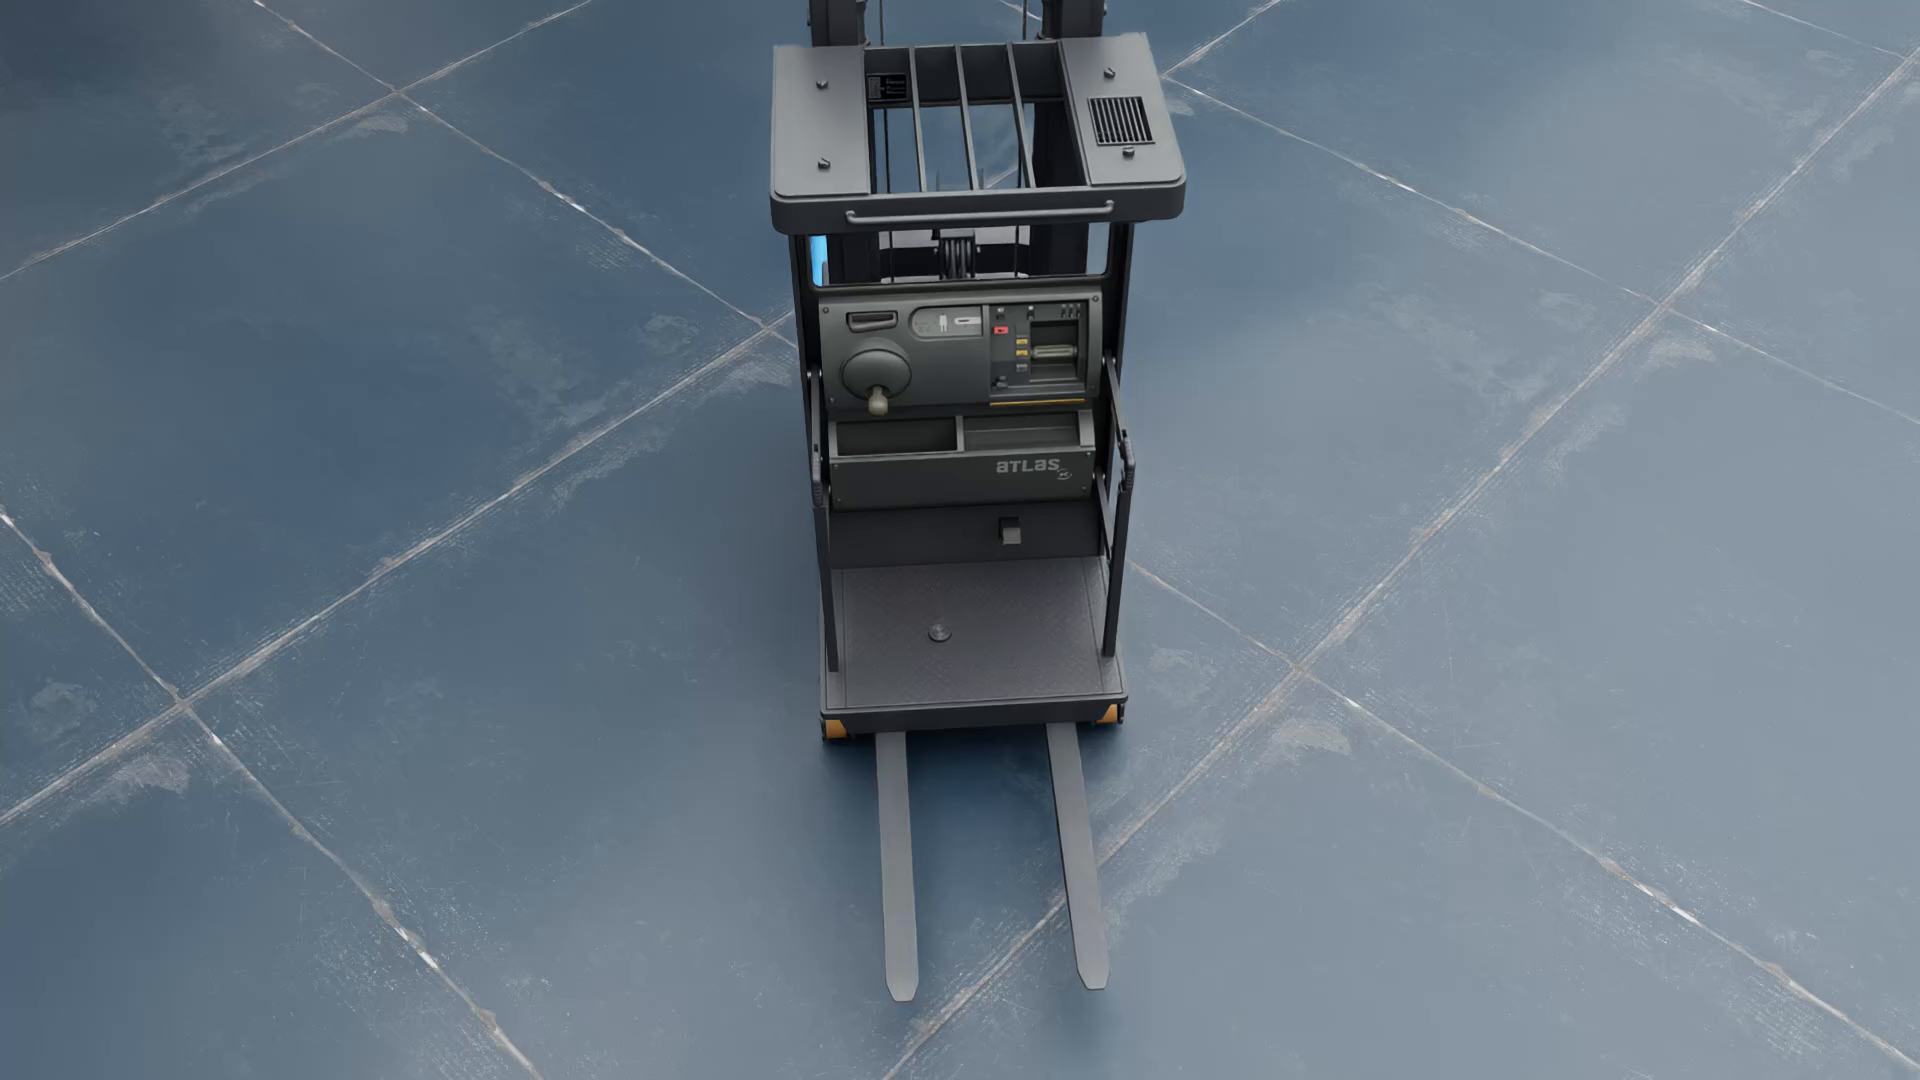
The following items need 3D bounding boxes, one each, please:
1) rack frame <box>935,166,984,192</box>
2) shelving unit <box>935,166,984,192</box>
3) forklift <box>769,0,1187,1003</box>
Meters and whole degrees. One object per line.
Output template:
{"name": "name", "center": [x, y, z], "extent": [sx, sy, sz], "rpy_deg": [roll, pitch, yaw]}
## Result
{"name": "rack frame", "center": [-0.002, -1.175, 7.241], "extent": [0.200, 1.050, 0.008], "rpy_deg": [-3, 46, -3]}
{"name": "shelving unit", "center": [0.007, -1.087, 7.157], "extent": [0.215, 1.050, 0.252], "rpy_deg": [-3, 46, -3]}
{"name": "forklift", "center": [0.022, -0.524, 5.340], "extent": [1.130, 2.935, 3.031], "rpy_deg": [-3, 47, -3]}
